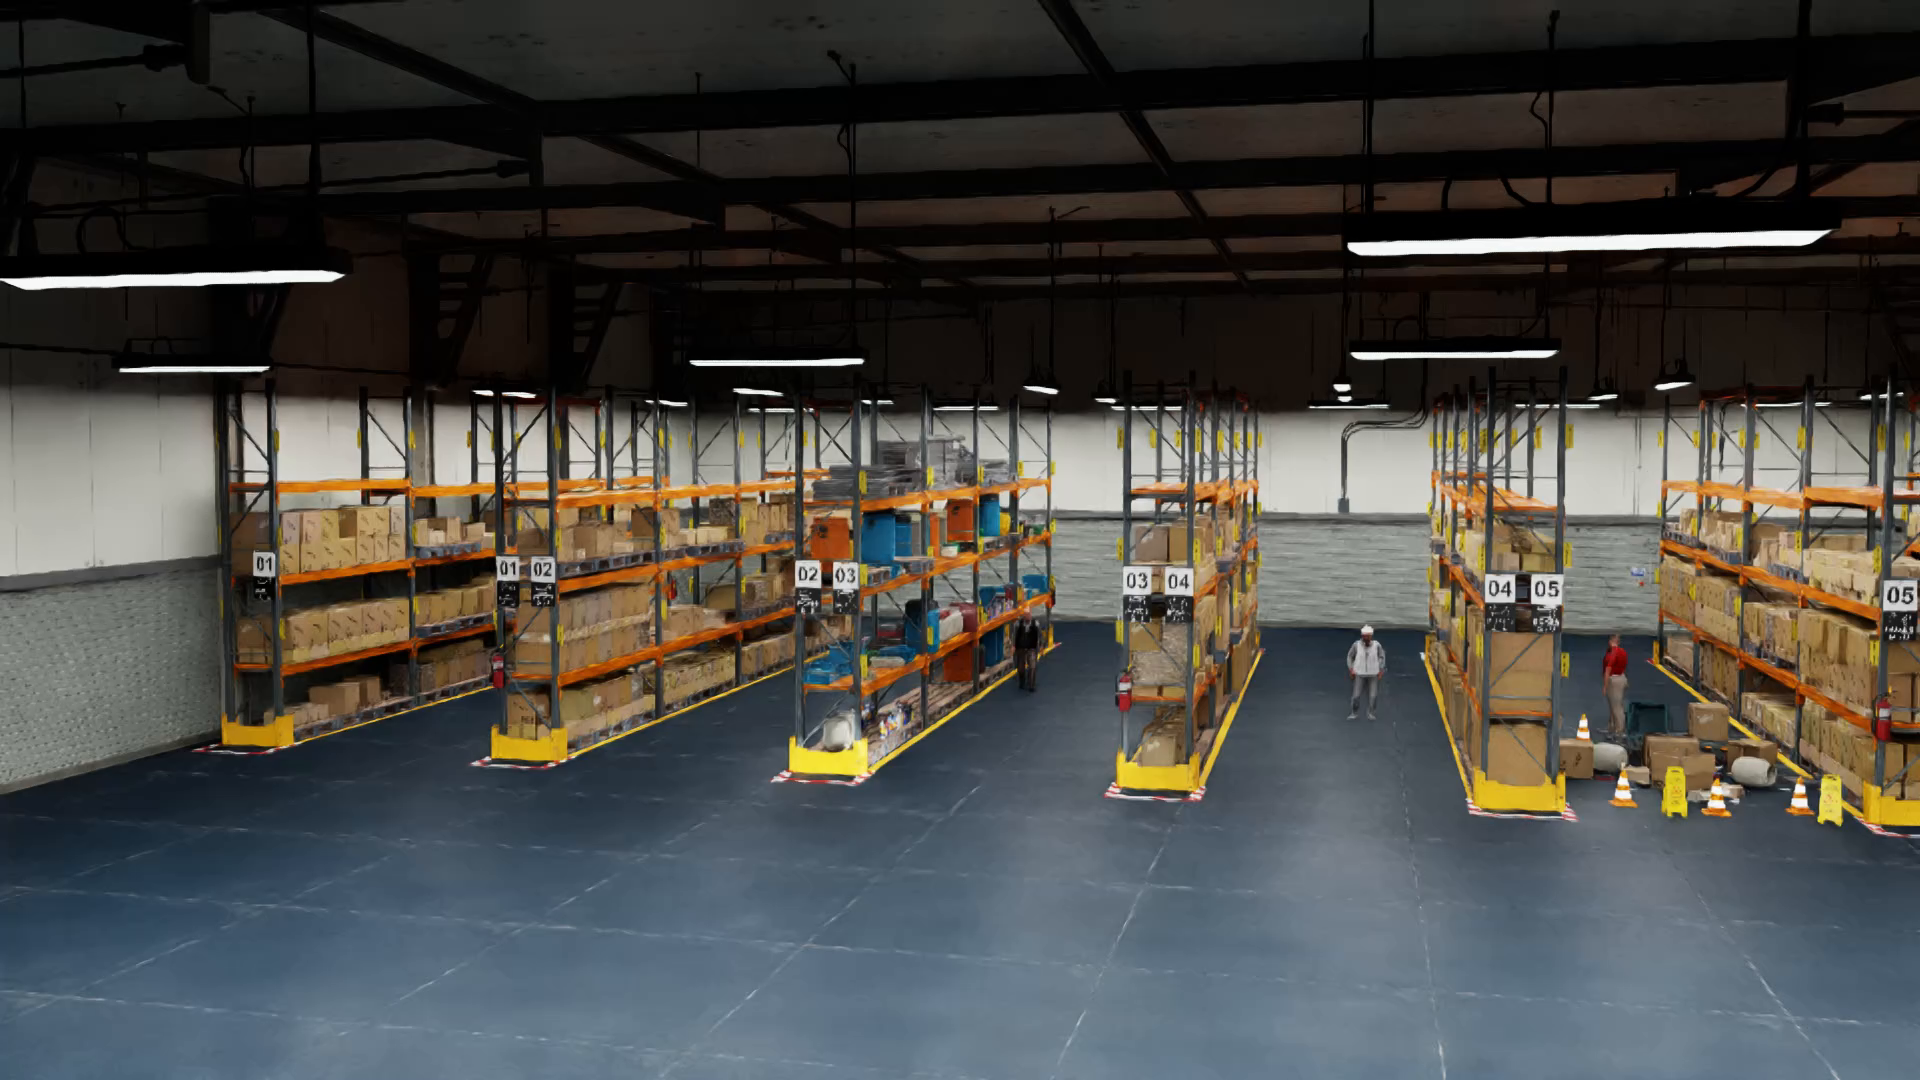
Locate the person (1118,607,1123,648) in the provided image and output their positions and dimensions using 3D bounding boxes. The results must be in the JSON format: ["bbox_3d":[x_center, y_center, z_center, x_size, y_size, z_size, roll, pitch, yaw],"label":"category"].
[{"bbox_3d":[3.609,2.073,36.064,0.417,1.504,1.036,1,4,16],"label":"person"}]

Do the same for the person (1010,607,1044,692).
[{"bbox_3d":[1.346,2.162,33.339,0.662,1.689,0.678,0,3,4],"label":"person"}]

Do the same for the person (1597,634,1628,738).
[{"bbox_3d":[11.013,2.444,28.079,0.586,1.717,0.654,3,5,44],"label":"person"}]

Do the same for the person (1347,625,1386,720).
[{"bbox_3d":[7.246,2.367,29.684,0.677,1.725,0.574,1,3,11],"label":"person"}]
